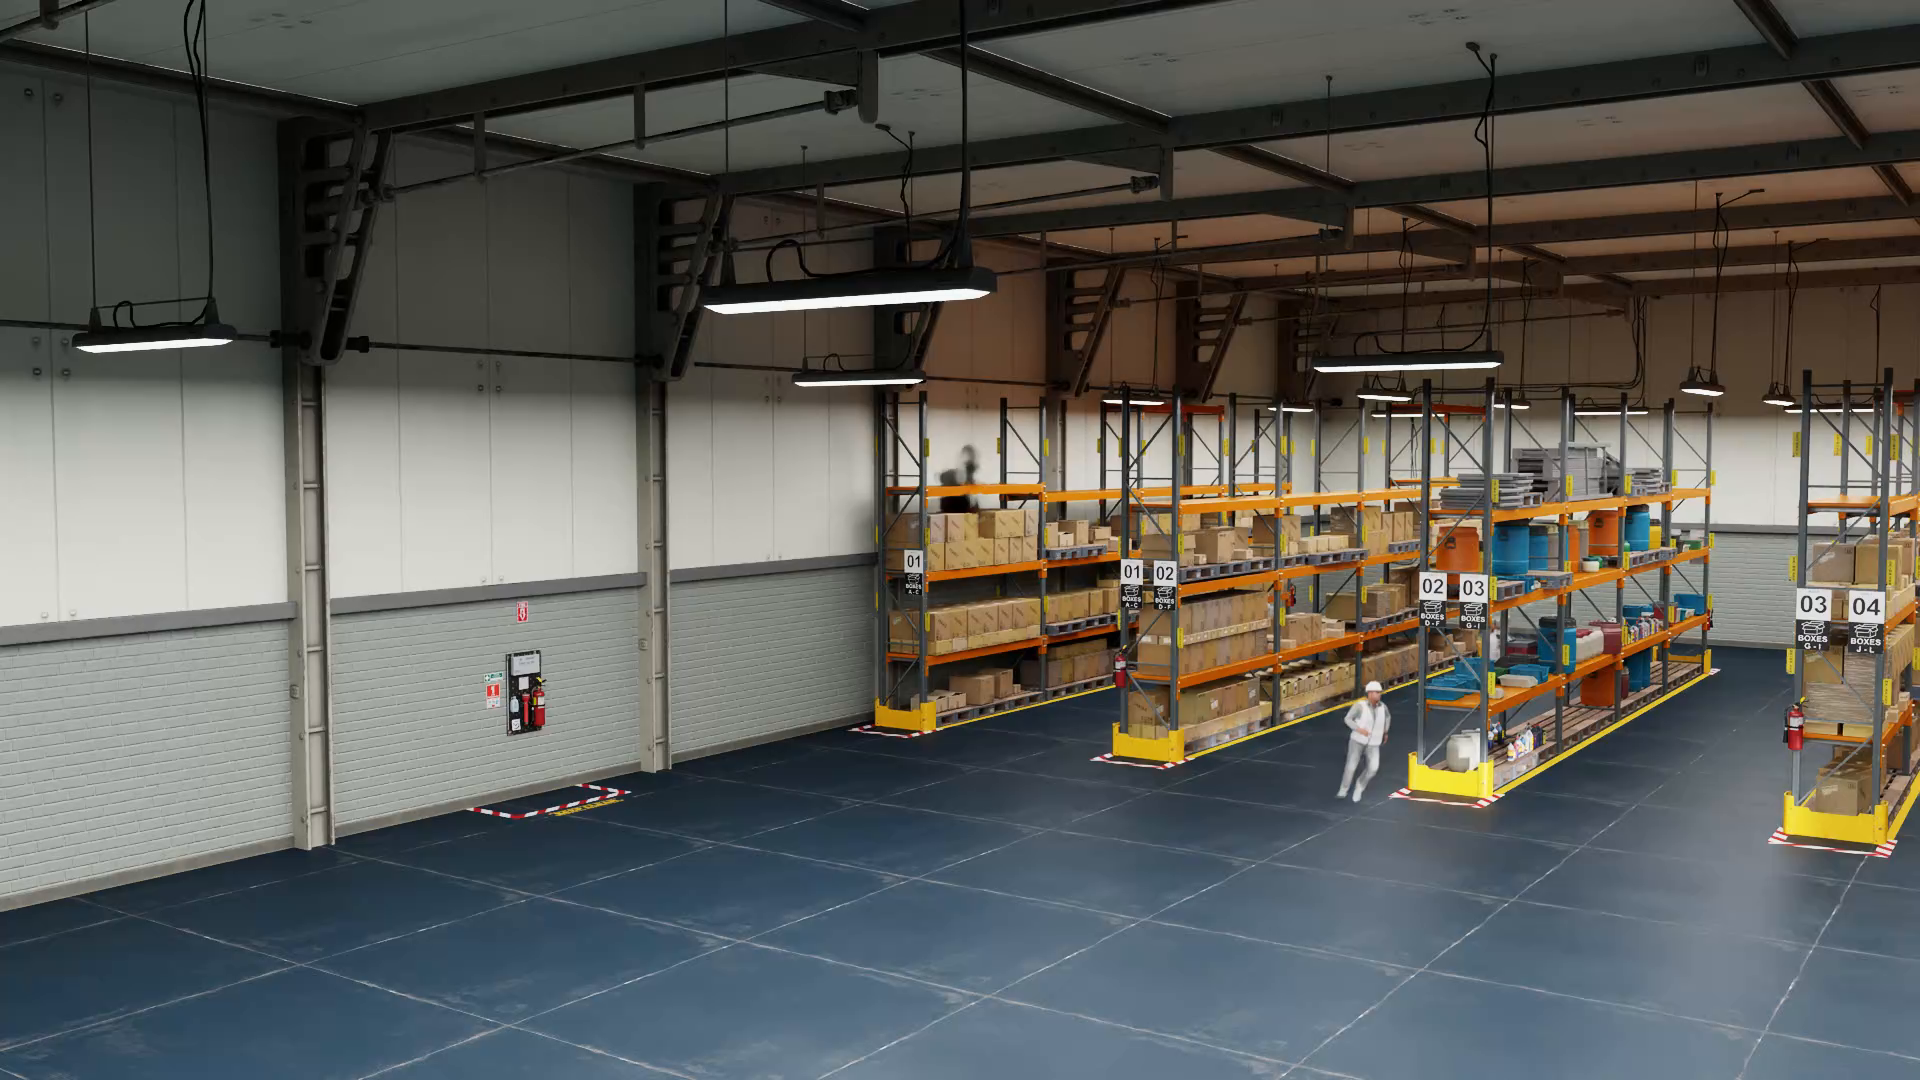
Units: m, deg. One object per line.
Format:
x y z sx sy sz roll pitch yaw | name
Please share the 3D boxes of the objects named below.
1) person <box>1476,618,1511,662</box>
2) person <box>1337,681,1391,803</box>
10.449 2.380 32.632 0.613 1.723 0.711 2 4 35 | person
5.780 2.855 23.583 0.782 1.708 0.691 0 3 -3 | person
